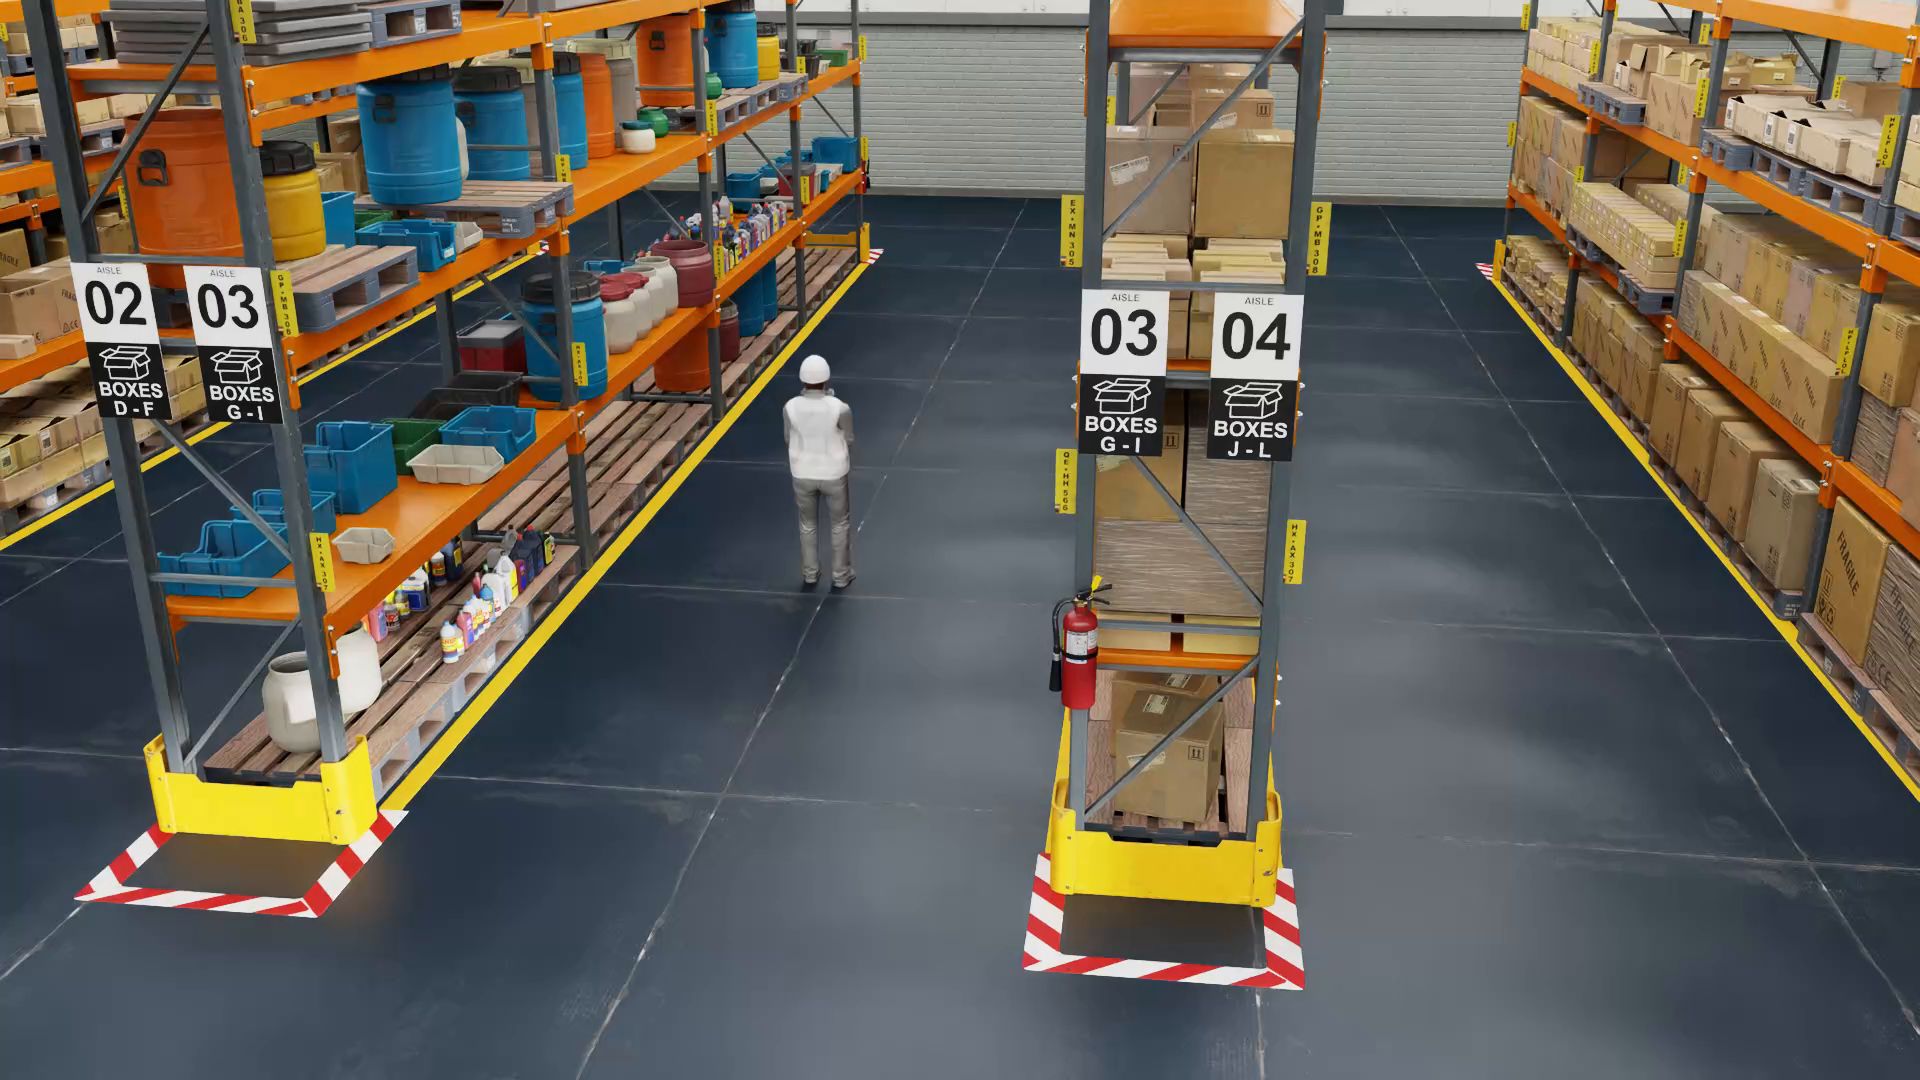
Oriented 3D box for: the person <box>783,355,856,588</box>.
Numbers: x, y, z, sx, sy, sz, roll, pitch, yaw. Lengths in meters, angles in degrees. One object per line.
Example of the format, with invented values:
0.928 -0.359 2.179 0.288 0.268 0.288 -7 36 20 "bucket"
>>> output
-1.037 -0.535 12.429 0.528 1.778 0.529 2 21 6 "person"
